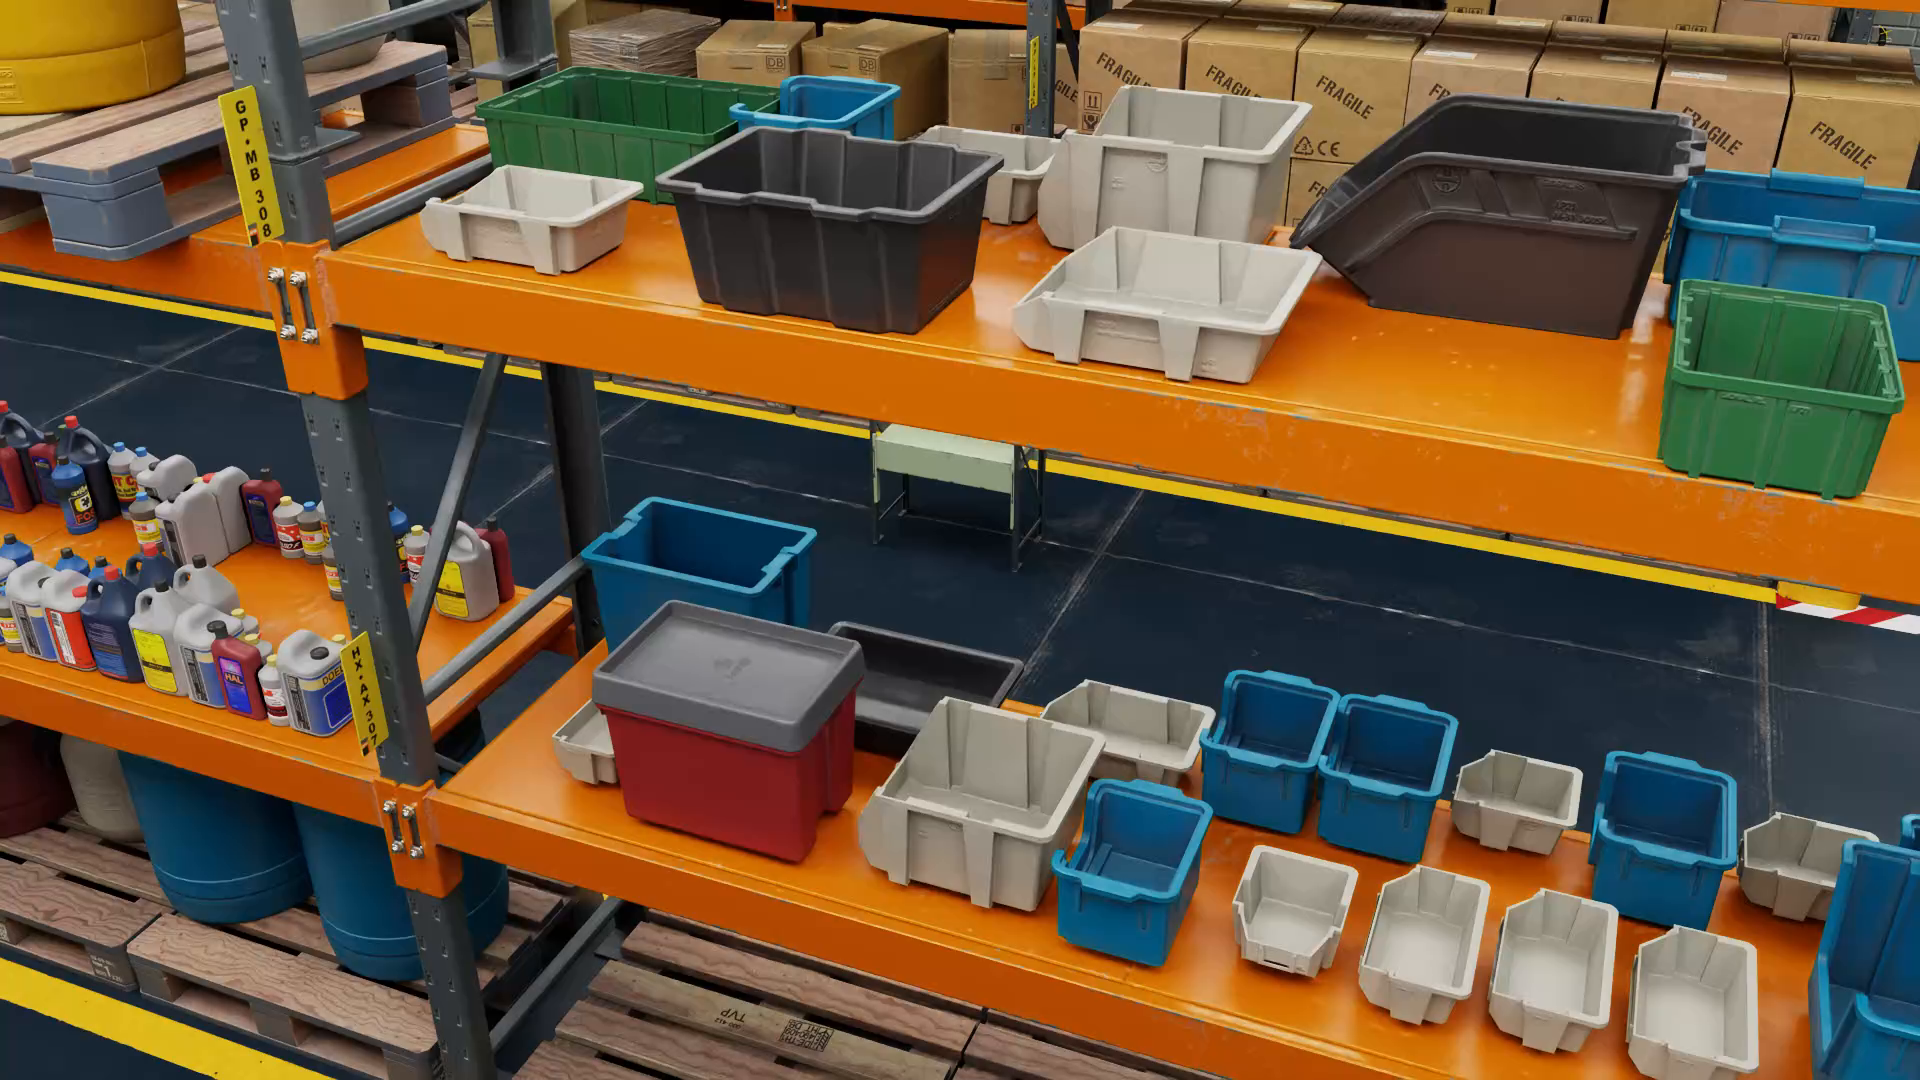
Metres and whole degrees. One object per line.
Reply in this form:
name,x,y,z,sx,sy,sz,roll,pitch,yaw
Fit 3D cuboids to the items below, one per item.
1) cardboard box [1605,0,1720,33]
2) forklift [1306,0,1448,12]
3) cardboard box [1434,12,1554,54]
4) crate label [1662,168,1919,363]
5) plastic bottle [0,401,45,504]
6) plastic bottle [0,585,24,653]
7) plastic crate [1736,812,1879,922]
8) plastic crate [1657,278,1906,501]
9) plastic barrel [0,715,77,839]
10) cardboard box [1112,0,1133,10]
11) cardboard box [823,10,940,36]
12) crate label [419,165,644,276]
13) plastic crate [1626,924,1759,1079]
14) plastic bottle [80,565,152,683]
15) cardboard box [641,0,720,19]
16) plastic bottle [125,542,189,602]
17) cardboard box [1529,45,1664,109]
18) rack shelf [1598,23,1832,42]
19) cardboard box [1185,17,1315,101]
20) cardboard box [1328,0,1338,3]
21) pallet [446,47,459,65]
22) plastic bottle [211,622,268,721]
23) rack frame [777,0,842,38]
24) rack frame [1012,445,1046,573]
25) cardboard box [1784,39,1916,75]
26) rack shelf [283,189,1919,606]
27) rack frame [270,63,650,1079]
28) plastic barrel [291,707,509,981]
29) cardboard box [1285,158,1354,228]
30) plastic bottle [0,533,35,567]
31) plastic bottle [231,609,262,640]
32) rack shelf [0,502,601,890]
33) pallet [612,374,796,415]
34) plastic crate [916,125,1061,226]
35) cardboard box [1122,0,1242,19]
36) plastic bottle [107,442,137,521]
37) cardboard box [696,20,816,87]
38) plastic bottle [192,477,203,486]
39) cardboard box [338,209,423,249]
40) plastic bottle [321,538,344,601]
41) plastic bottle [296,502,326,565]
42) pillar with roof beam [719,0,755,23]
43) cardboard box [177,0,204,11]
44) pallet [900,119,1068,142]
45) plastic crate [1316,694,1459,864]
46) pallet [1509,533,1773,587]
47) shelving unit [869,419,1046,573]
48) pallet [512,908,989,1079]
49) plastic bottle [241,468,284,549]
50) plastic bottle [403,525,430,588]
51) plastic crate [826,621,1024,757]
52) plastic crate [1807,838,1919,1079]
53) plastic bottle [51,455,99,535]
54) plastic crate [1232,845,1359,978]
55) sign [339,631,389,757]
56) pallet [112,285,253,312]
cardboard box,4.973,-3.864,11.733,0.700,0.700,0.980,11,31,19
forklift,2.161,-2.917,10.433,3.031,2.935,1.130,20,35,31
cardboard box,2.537,-2.218,8.007,0.500,0.500,0.500,11,31,19
crate label,1.669,-0.556,3.288,0.502,0.251,0.408,11,31,19
plastic bottle,-3.284,-0.315,5.810,0.185,0.351,0.144,11,31,19
plastic bottle,-2.839,0.229,4.998,0.097,0.201,0.097,0,29,0
plastic crate,2.032,0.799,3.995,0.298,0.136,0.250,11,31,19
plastic crate,1.382,-0.263,2.834,0.336,0.188,0.450,11,31,19
plastic barrel,-3.504,0.682,6.020,0.708,0.588,0.600,11,31,19
cardboard box,1.269,-4.213,12.891,0.250,0.149,0.380,11,31,19
cardboard box,-0.653,-4.045,14.117,0.750,0.750,0.750,11,31,18
crate label,-0.959,-0.706,3.670,0.466,0.136,0.293,11,31,19
plastic crate,1.579,1.023,3.598,0.243,0.136,0.396,11,31,19
plastic bottle,-2.450,0.229,4.846,0.185,0.351,0.144,11,31,19
cardboard box,-2.477,-4.667,14.790,0.500,0.250,0.500,12,32,20
plastic bottle,-2.396,0.164,4.962,0.185,0.351,0.144,11,31,19
cardboard box,2.802,-1.877,7.405,0.500,0.500,0.500,12,32,20
rack shelf,4.274,-3.571,12.251,4.000,0.370,1.077,11,31,19
cardboard box,1.371,-2.163,7.911,0.500,0.500,0.500,10,31,18
cardboard box,2.918,-4.277,12.464,0.700,0.700,0.980,12,32,20
pallet,-5.628,-4.628,16.224,1.213,0.211,1.003,11,31,19
plastic bottle,-2.022,0.366,4.672,0.133,0.283,0.061,11,31,19
rack frame,-1.285,-4.994,14.037,0.127,3.000,1.000,11,31,19
rack frame,0.333,-0.586,7.763,0.023,1.500,0.400,11,31,19
cardboard box,3.957,-1.936,7.509,0.500,0.500,0.500,12,32,21
rack shelf,0.550,-0.360,3.521,4.000,0.370,1.077,11,31,19
rack frame,-1.304,0.263,4.736,0.127,3.000,1.000,11,31,19
plastic barrel,-1.801,0.885,5.341,0.708,0.901,0.600,11,31,19
cardboard box,1.870,-1.633,7.989,0.500,0.500,0.500,11,31,19
plastic bottle,-2.906,0.105,5.147,0.097,0.271,0.097,0,29,0
plastic bottle,-2.099,0.296,4.880,0.097,0.201,0.097,0,29,0
rack shelf,-3.157,0.206,5.568,4.000,0.370,1.077,11,31,19
pallet,-1.340,-1.139,10.051,1.213,0.211,1.003,11,31,19
plastic crate,0.018,-0.866,3.954,0.466,0.136,0.293,11,31,19
cardboard box,1.128,-2.498,8.504,0.500,0.500,0.500,11,31,19
plastic bottle,-2.850,-0.206,5.698,0.097,0.271,0.097,0,29,0
cardboard box,-1.098,-2.520,9.131,0.500,0.500,0.700,4,30,6
plastic bottle,-2.544,-0.115,5.607,0.097,0.201,0.097,0,29,0
cardboard box,-3.722,-1.949,10.448,0.500,0.311,0.500,12,32,20
plastic bottle,-1.958,0.083,5.257,0.097,0.201,0.097,0,29,0
plastic bottle,-2.116,-0.029,5.456,0.097,0.201,0.097,0,29,0
pillar with roof beam,-3.783,-6.278,10.212,0.400,9.000,9.100,11,31,19
cardboard box,-5.193,-3.179,10.724,0.500,0.500,0.500,11,31,19
pallet,-0.137,-2.109,9.128,1.213,0.211,1.003,11,31,19
plastic crate,1.078,0.610,4.231,0.300,0.233,0.416,11,31,19
pallet,3.459,-0.202,8.393,1.213,0.211,1.003,11,31,19
shelving unit,-0.006,-0.654,7.883,0.755,1.500,0.431,11,31,19
pallet,-0.608,1.595,5.213,1.213,0.211,1.003,11,31,19
plastic bottle,-2.306,-0.113,5.520,0.133,0.283,0.061,11,31,19
plastic bottle,-1.720,0.049,5.316,0.097,0.201,0.097,0,29,0
plastic crate,-0.165,0.441,4.640,0.590,0.125,0.437,11,31,19
plastic crate,2.022,0.985,3.363,0.499,0.435,0.616,11,31,19
plastic bottle,-2.994,-0.159,5.613,0.097,0.271,0.097,0,29,0
plastic crate,0.767,0.876,3.858,0.250,0.136,0.298,11,31,19
sign,-1.512,0.393,4.225,0.005,0.325,0.100,11,31,19
pallet,-5.019,-1.917,11.428,1.213,0.211,1.003,11,31,19
